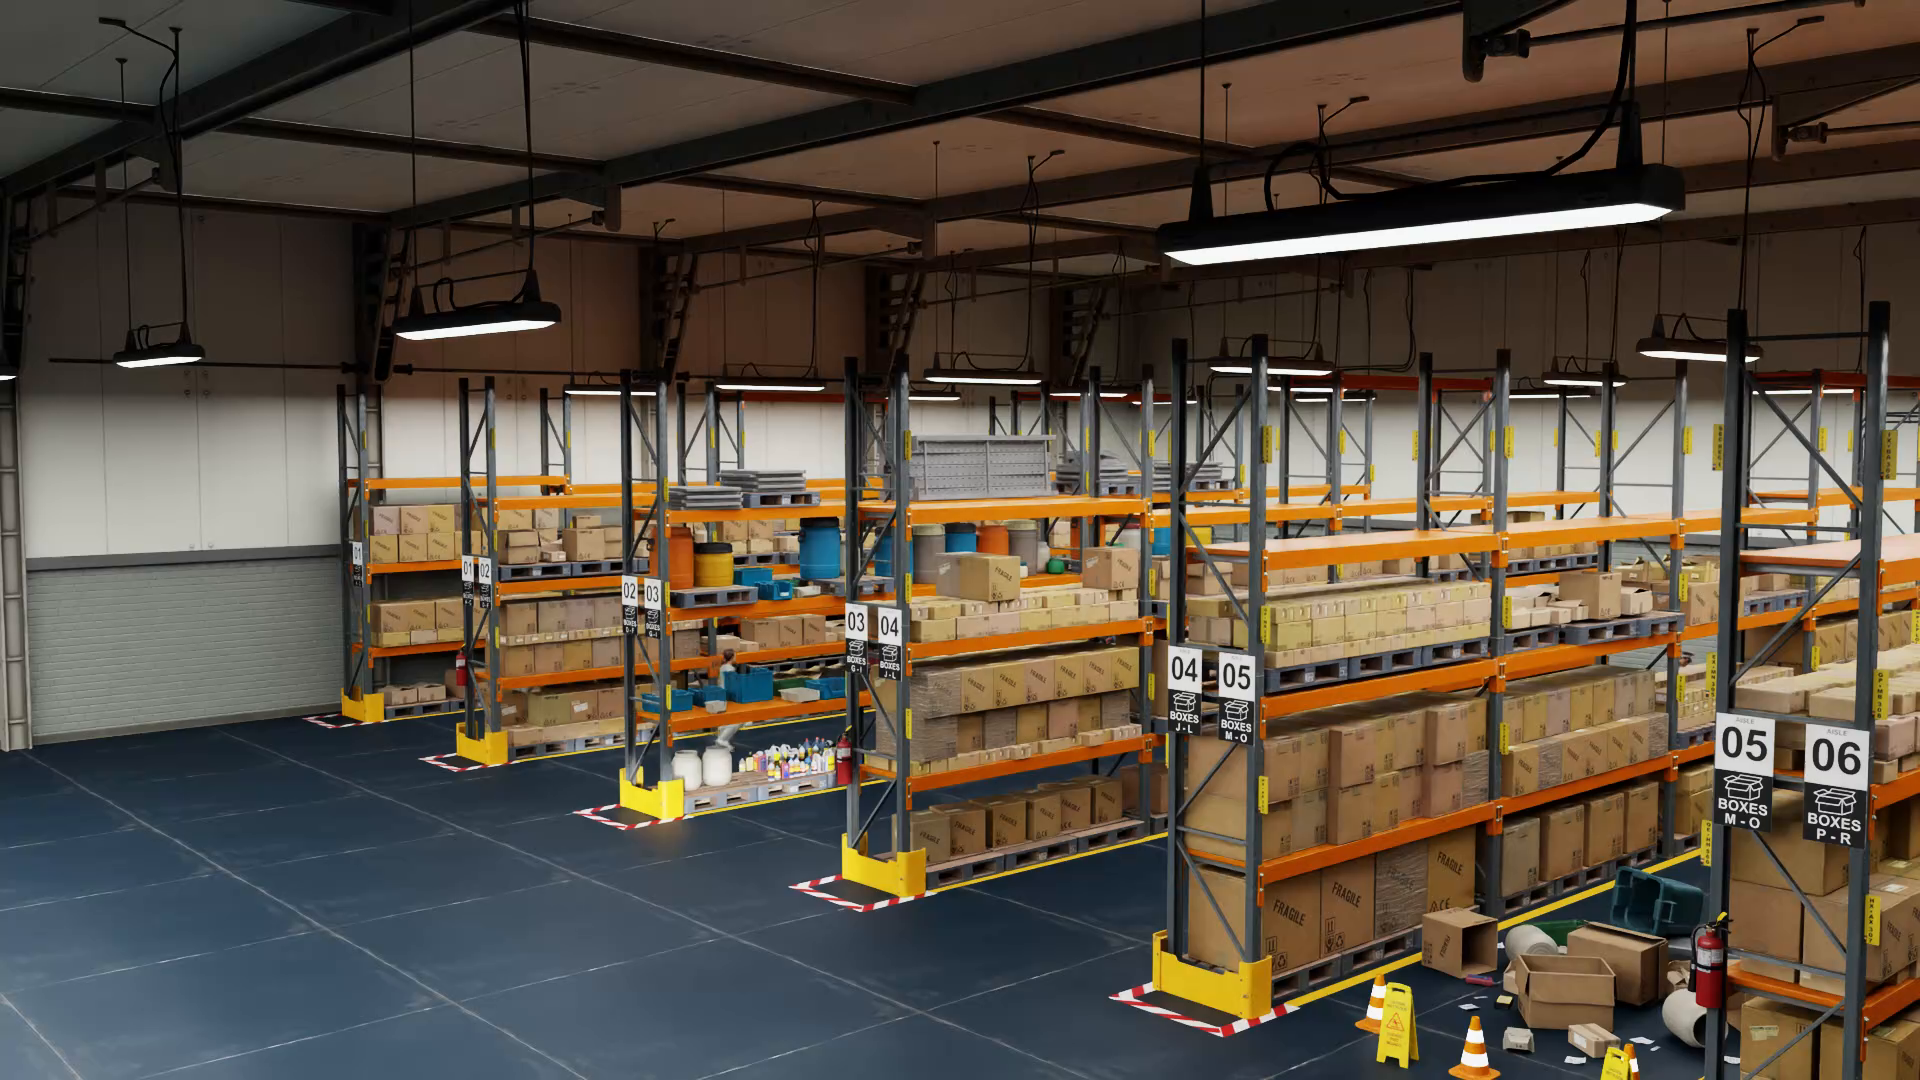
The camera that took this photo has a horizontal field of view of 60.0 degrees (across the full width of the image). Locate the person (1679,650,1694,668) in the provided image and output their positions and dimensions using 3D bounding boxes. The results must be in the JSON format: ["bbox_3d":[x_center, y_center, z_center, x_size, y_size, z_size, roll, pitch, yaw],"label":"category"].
[{"bbox_3d":[11.764,2.569,26.844,0.871,1.634,0.467,-4,5,-44],"label":"person"}]

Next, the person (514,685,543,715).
[{"bbox_3d":[-7.511,2.419,28.624,0.635,1.717,0.933,1,4,20],"label":"person"}]

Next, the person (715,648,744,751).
[{"bbox_3d":[-3.734,2.570,26.731,0.458,1.659,0.491,-2,4,-30],"label":"person"}]
